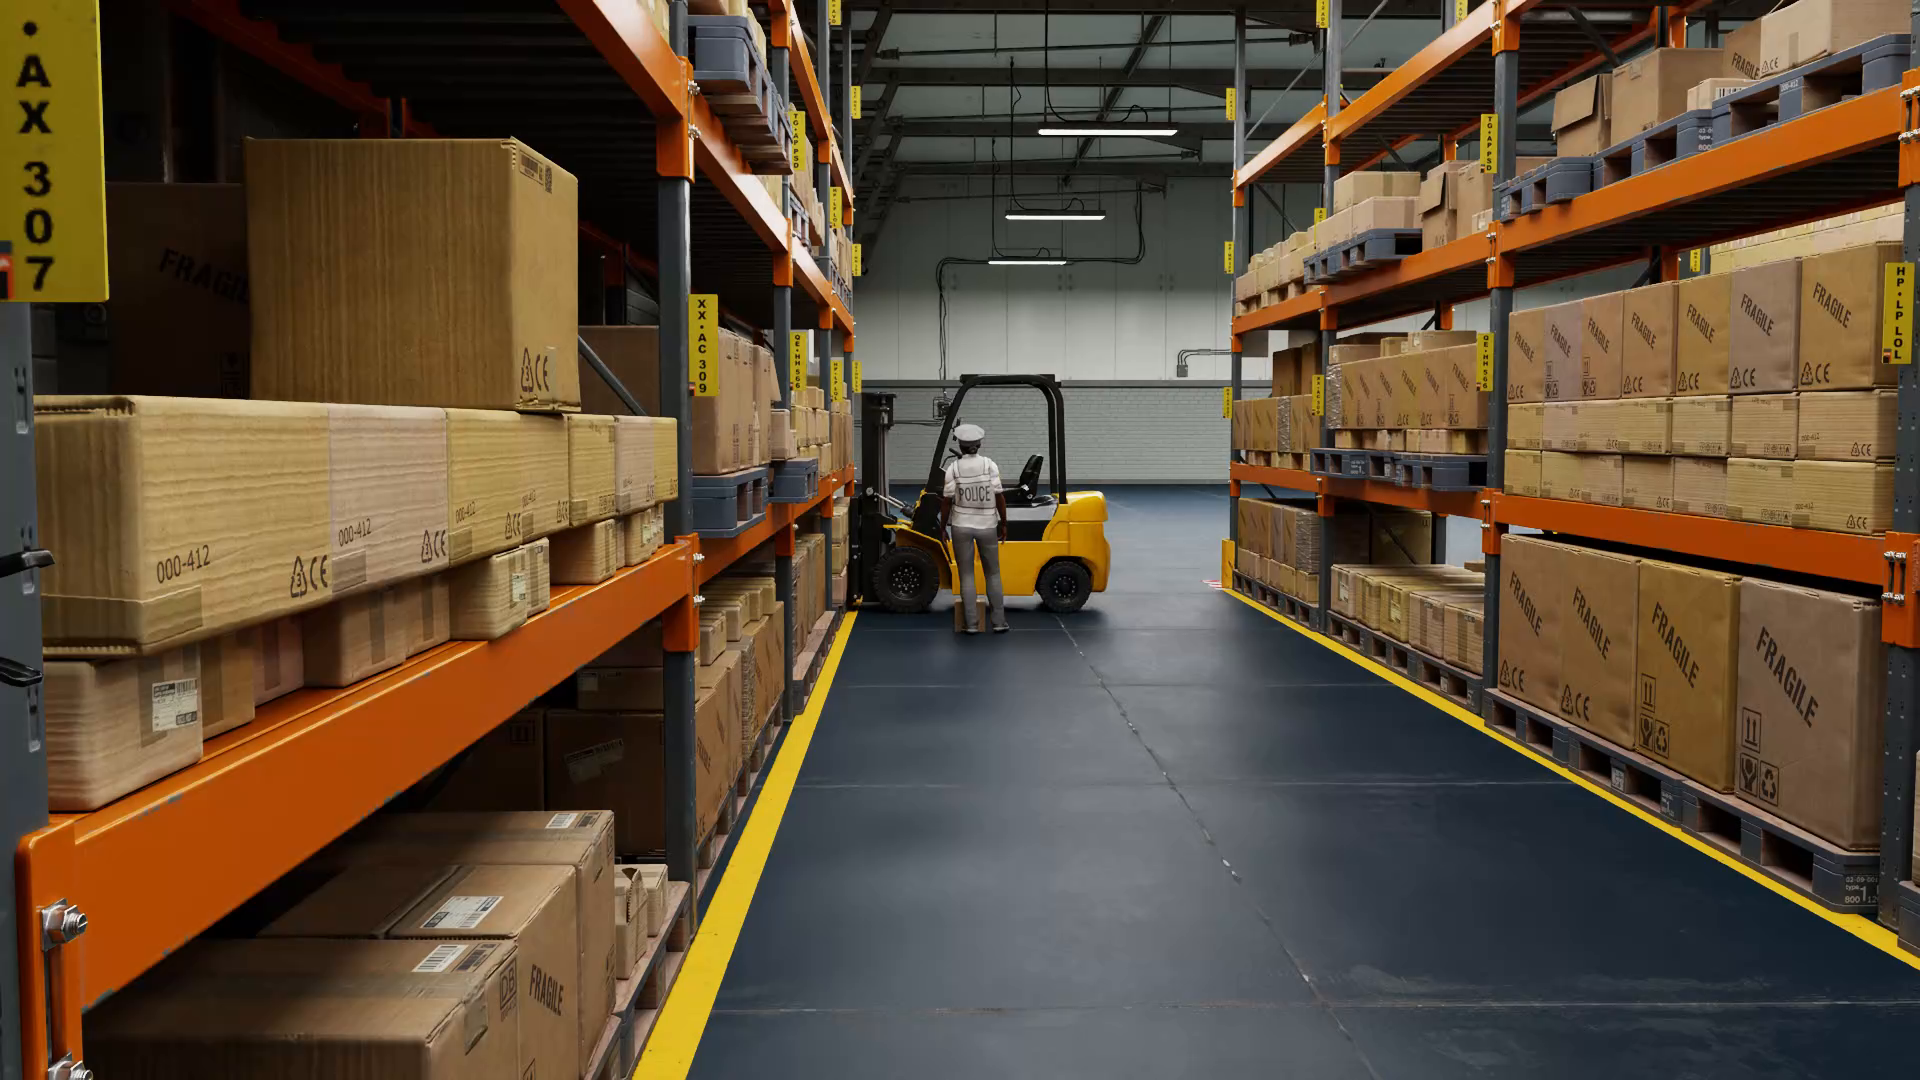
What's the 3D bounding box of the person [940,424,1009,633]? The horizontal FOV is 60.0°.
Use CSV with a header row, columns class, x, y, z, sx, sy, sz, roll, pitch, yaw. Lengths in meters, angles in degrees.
class,x,y,z,sx,sy,sz,roll,pitch,yaw
person,0.125,-0.092,13.497,0.569,1.692,0.530,0,4,-1
